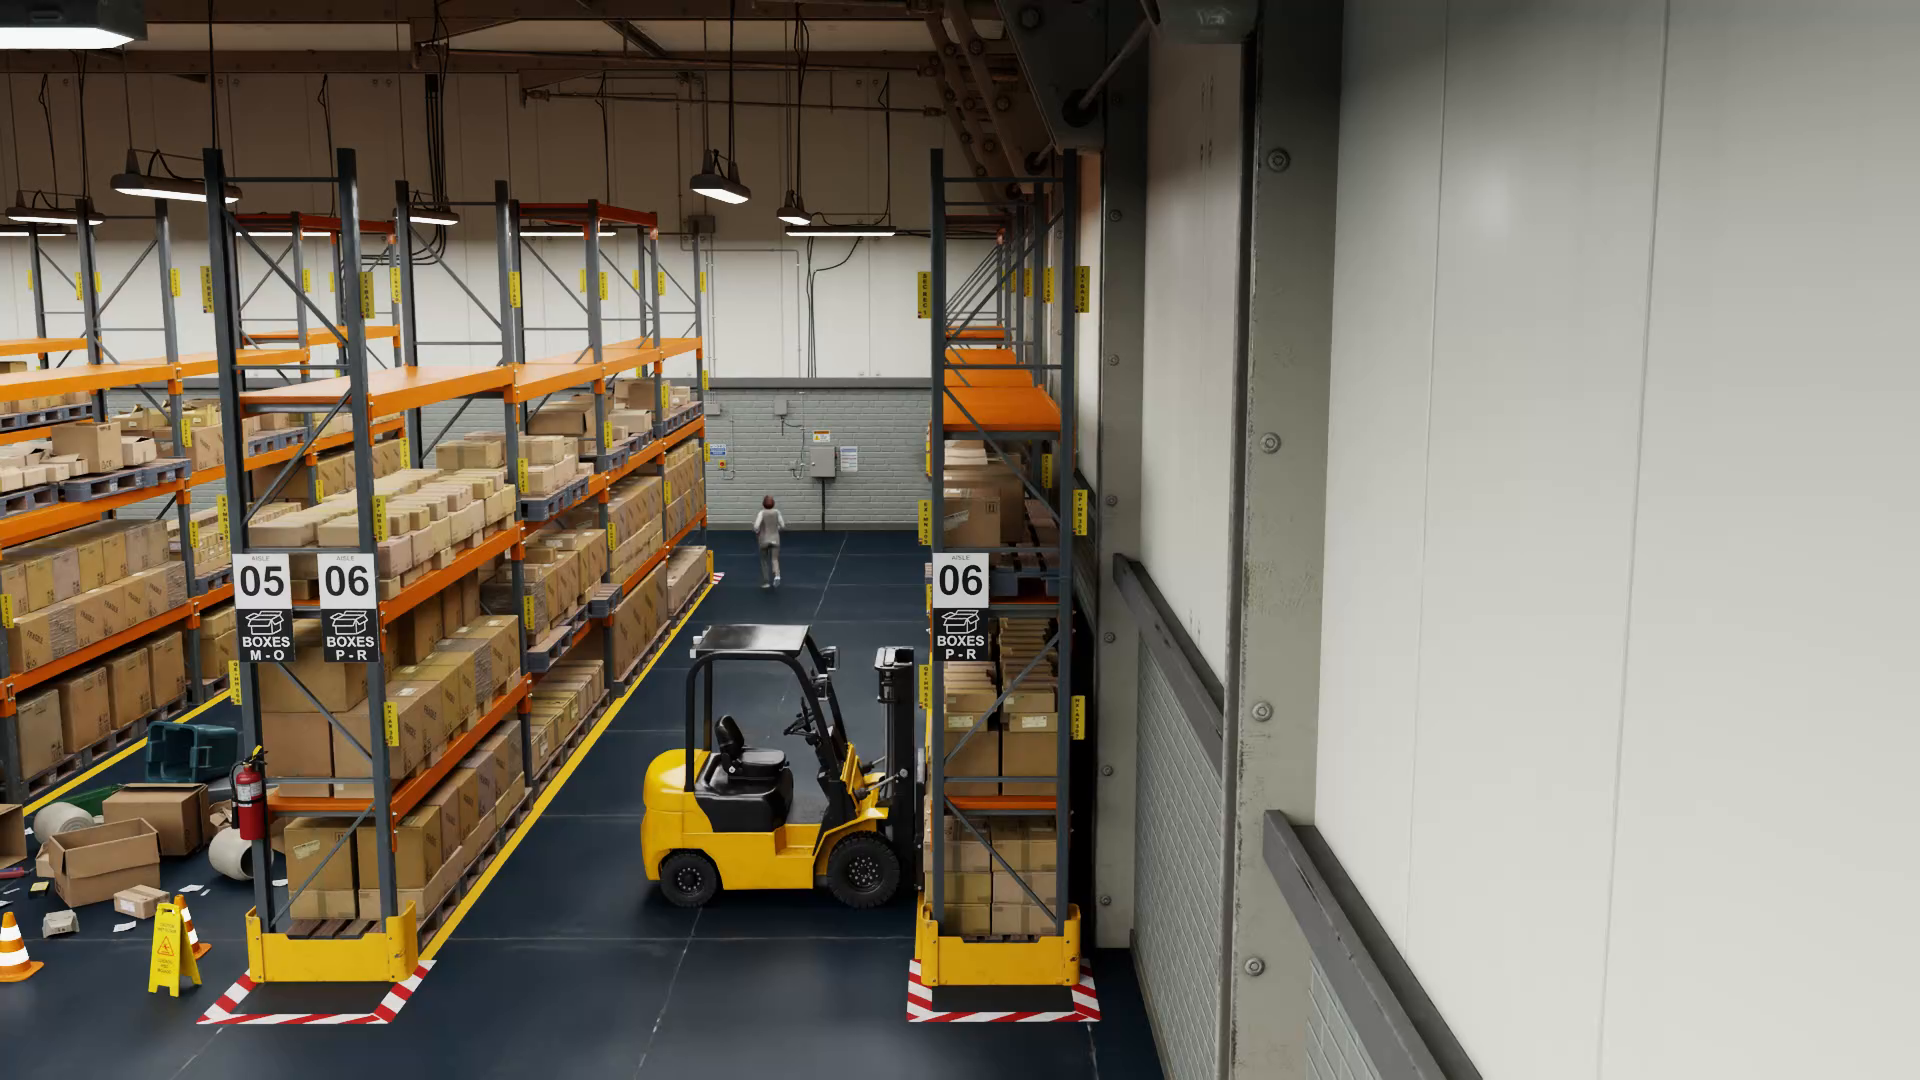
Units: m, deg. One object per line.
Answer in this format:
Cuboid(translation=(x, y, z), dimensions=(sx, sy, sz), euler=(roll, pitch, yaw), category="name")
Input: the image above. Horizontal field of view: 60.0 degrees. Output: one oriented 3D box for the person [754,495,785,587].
Cuboid(translation=(-3.103, 0.044, 27.033), dimensions=(0.541, 1.571, 0.864), euler=(-3, 10, -17), category="person")
